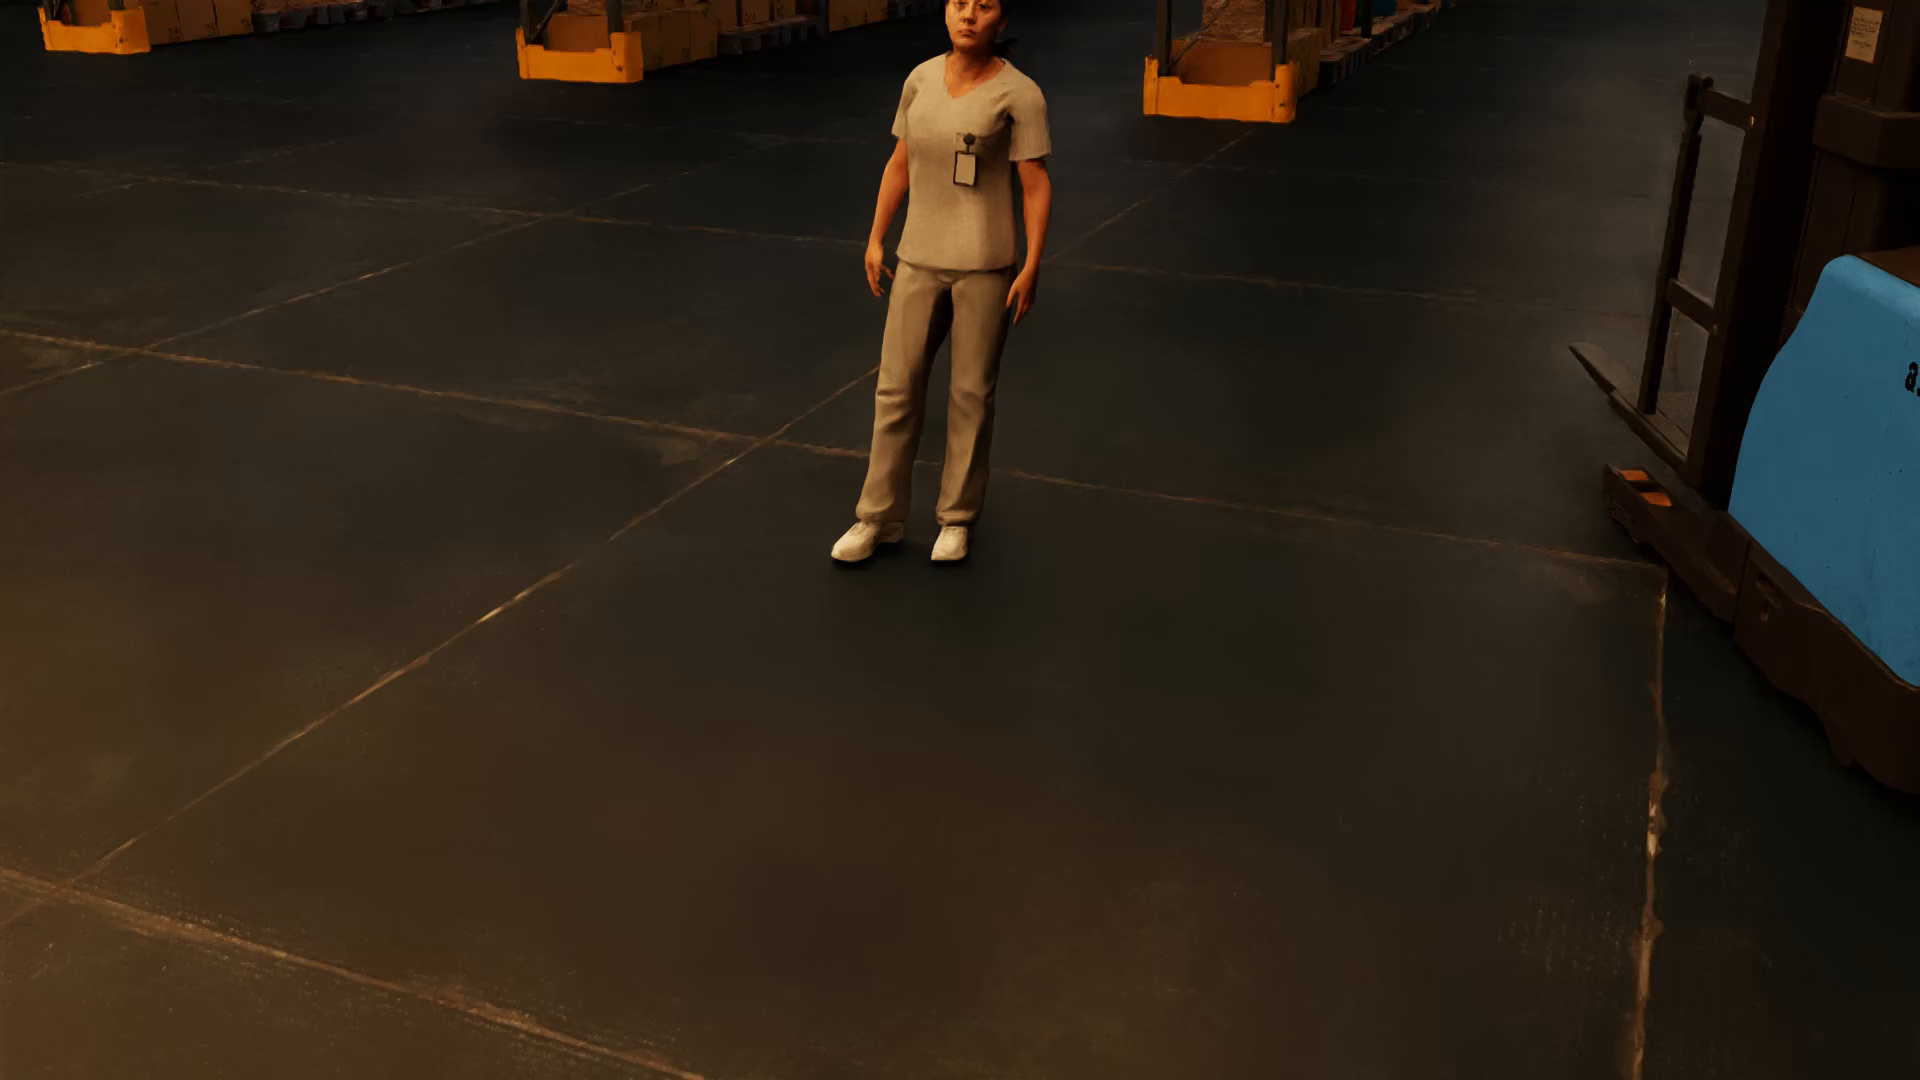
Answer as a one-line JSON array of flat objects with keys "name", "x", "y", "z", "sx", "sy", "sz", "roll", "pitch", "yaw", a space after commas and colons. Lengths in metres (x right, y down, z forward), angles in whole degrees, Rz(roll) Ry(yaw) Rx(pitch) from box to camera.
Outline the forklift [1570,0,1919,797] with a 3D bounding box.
[{"name": "forklift", "x": 2.588, "y": -1.305, "z": 4.414, "sx": 1.130, "sy": 2.935, "sz": 3.031, "roll": 1, "pitch": 23, "yaw": 2}]

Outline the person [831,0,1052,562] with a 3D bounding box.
[{"name": "person", "x": -0.041, "y": -0.755, "z": 4.709, "sx": 0.550, "sy": 1.674, "sz": 0.548, "roll": 9, "pitch": 24, "yaw": 21}]
